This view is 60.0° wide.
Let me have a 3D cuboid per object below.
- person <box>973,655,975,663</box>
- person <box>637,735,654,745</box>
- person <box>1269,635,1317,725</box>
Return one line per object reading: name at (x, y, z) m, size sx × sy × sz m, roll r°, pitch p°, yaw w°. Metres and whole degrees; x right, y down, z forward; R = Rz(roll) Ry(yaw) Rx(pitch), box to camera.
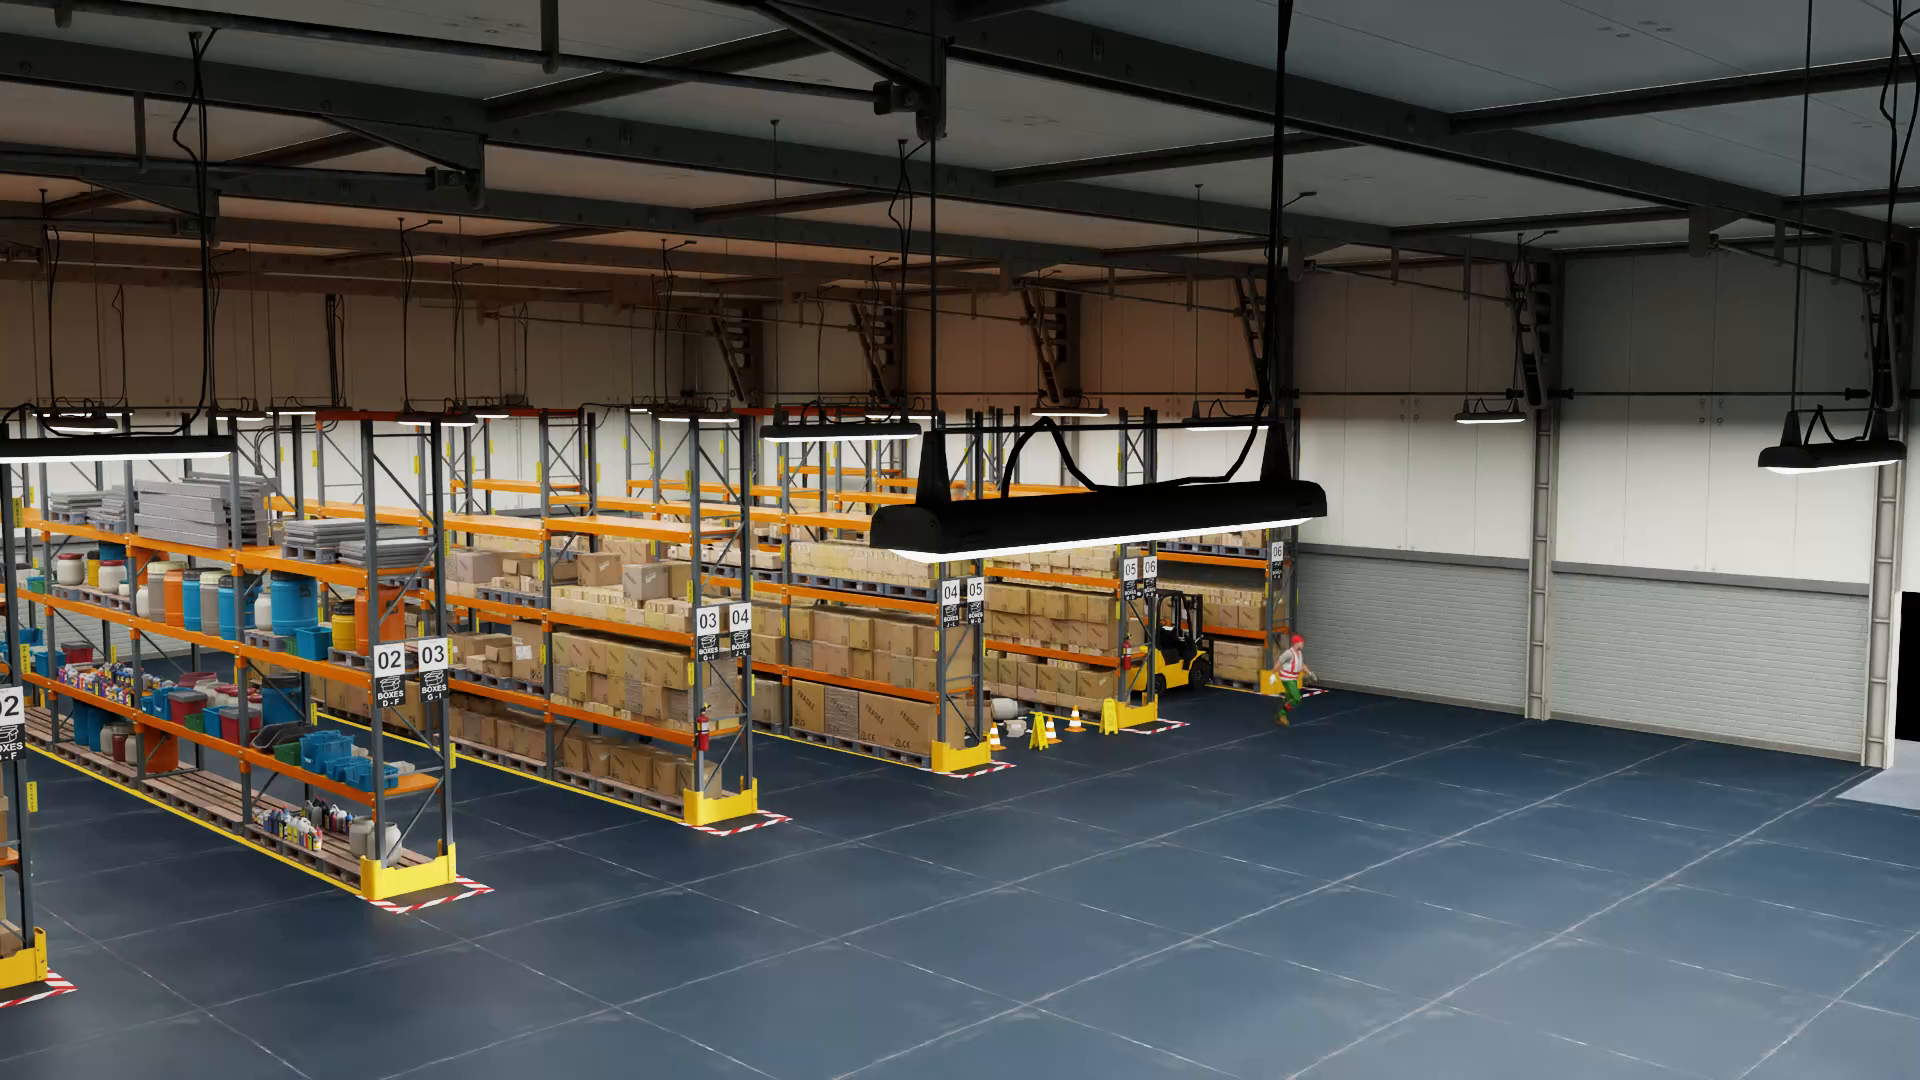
person at (0.613, 2.119, 38.543) m, size 0.943 × 1.626 × 0.601 m, roll 3°, pitch 6°, yaw 29°
person at (-5.339, 3.044, 28.969) m, size 0.707 × 1.461 × 0.525 m, roll 1°, pitch 5°, yaw 16°
person at (6.323, 2.661, 31.494) m, size 0.760 × 1.731 × 0.657 m, roll 4°, pitch 6°, yaw 35°
